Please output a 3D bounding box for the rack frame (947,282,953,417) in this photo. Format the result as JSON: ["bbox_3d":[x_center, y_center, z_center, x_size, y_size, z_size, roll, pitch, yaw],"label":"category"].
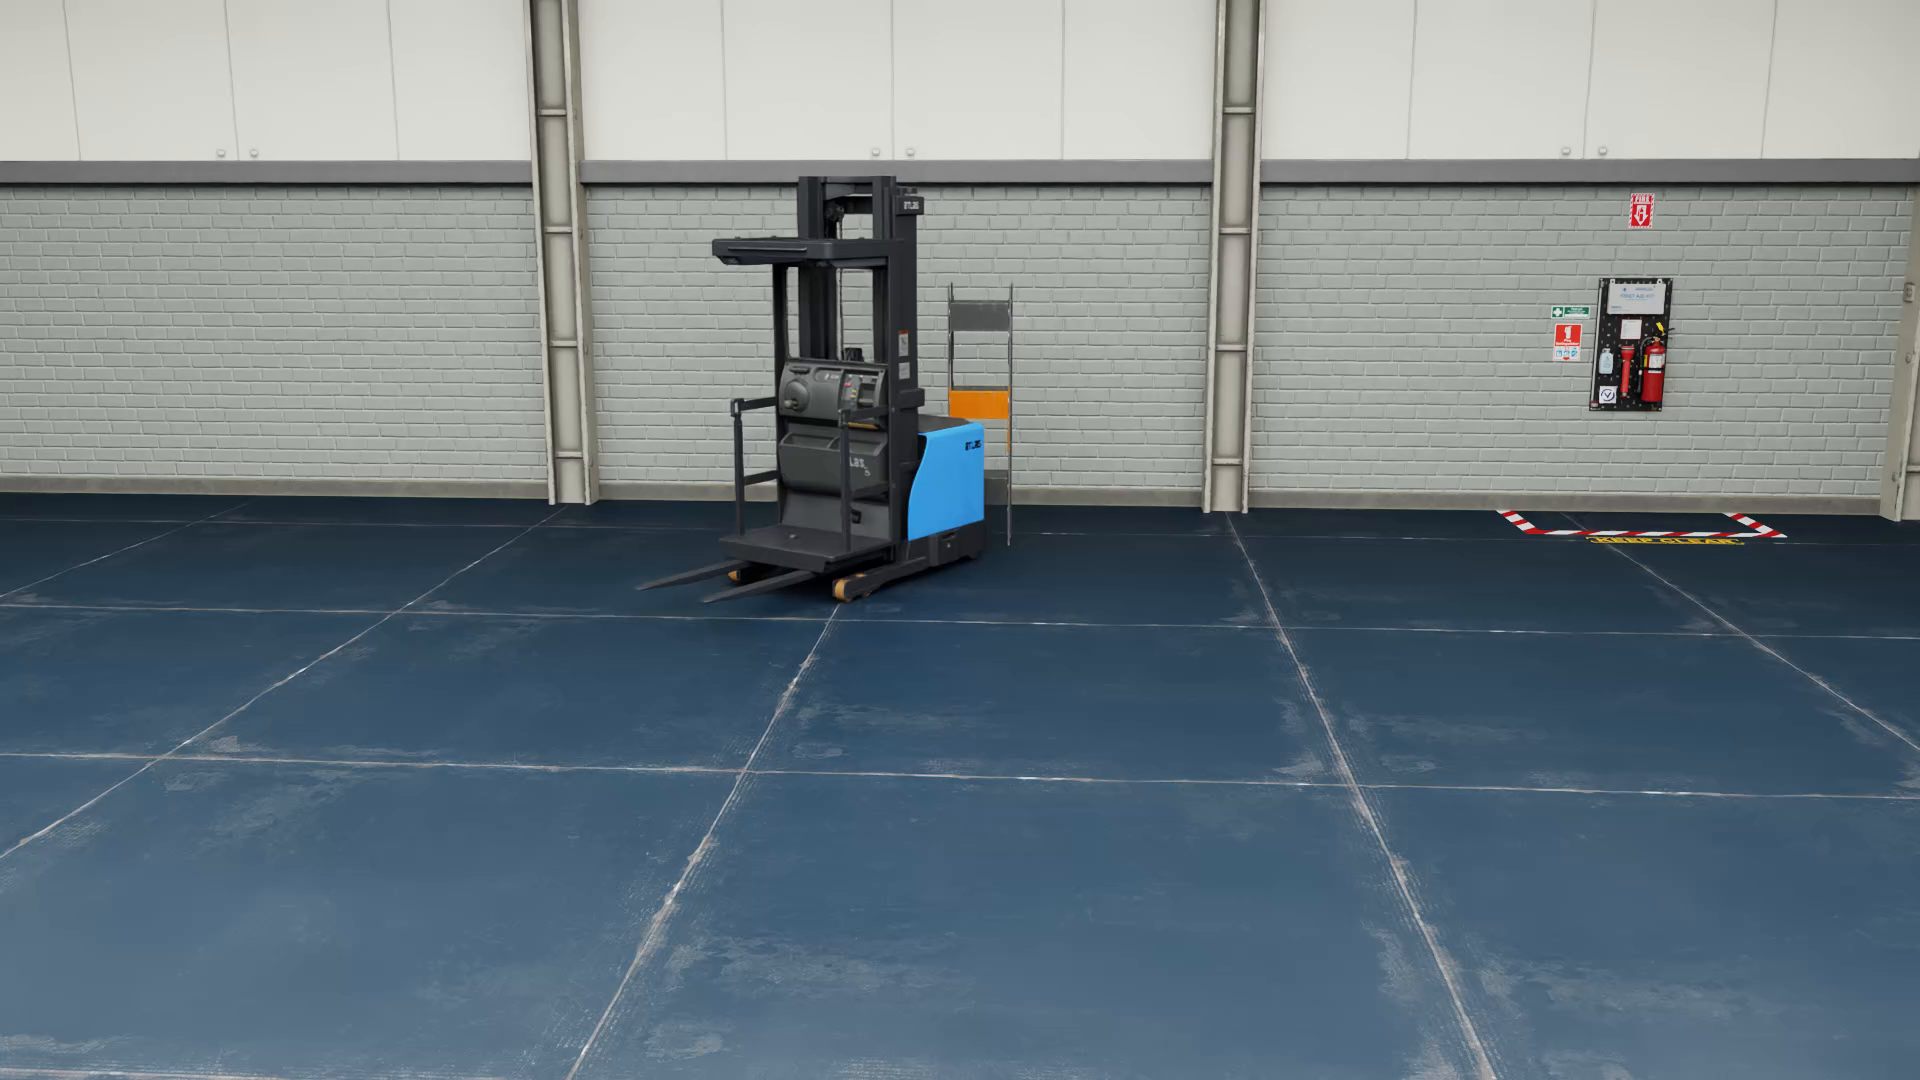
[{"bbox_3d":[-0.078,-1.029,13.558,0.015,2.100,0.400,1,12,4],"label":"rack frame"}]

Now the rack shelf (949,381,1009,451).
[{"bbox_3d":[0.165,-1.012,13.545,0.480,0.518,0.431,1,12,4],"label":"rack shelf"}]

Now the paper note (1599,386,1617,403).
[{"bbox_3d":[5.751,-1.289,14.757,0.142,0.148,0.016,1,12,4],"label":"paper note"}]

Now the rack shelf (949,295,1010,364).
[{"bbox_3d":[0.165,-1.697,13.402,0.480,0.518,0.431,1,12,4],"label":"rack shelf"}]

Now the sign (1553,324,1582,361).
[{"bbox_3d":[5.378,-1.750,14.721,0.234,0.329,0.001,1,12,4],"label":"sign"}]

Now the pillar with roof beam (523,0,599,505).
[{"bbox_3d":[-3.875,-3.883,10.355,0.400,9.000,9.100,1,12,4],"label":"pillar with roof beam"}]

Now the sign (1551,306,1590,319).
[{"bbox_3d":[5.382,-2.007,14.657,0.331,0.109,0.001,1,12,4],"label":"sign"}]

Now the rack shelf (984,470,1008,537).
[{"bbox_3d":[0.165,-0.327,13.688,0.480,0.518,0.431,1,12,4],"label":"rack shelf"}]

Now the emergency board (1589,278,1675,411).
[{"bbox_3d":[5.923,-1.704,14.587,0.643,1.169,0.194,1,12,4],"label":"emergency board"}]

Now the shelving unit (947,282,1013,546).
[{"bbox_3d":[0.165,-1.025,13.542,0.503,2.100,0.431,1,12,4],"label":"shelving unit"}]

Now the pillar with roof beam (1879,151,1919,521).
[{"bbox_3d":[8.098,-3.719,9.570,0.400,9.000,9.100,1,12,4],"label":"pillar with roof beam"}]

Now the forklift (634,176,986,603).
[{"bbox_3d":[-1.052,-1.109,11.912,1.130,2.935,3.031,8,14,34],"label":"forklift"}]

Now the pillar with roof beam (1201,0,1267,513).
[{"bbox_3d":[2.111,-3.801,9.962,0.400,9.000,9.100,1,12,4],"label":"pillar with roof beam"}]

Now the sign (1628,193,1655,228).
[{"bbox_3d":[5.921,-2.859,14.448,0.199,0.298,0.001,1,12,4],"label":"sign"}]

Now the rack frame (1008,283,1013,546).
[{"bbox_3d":[0.409,-1.022,13.526,0.015,2.100,0.400,1,12,4],"label":"rack frame"}]
